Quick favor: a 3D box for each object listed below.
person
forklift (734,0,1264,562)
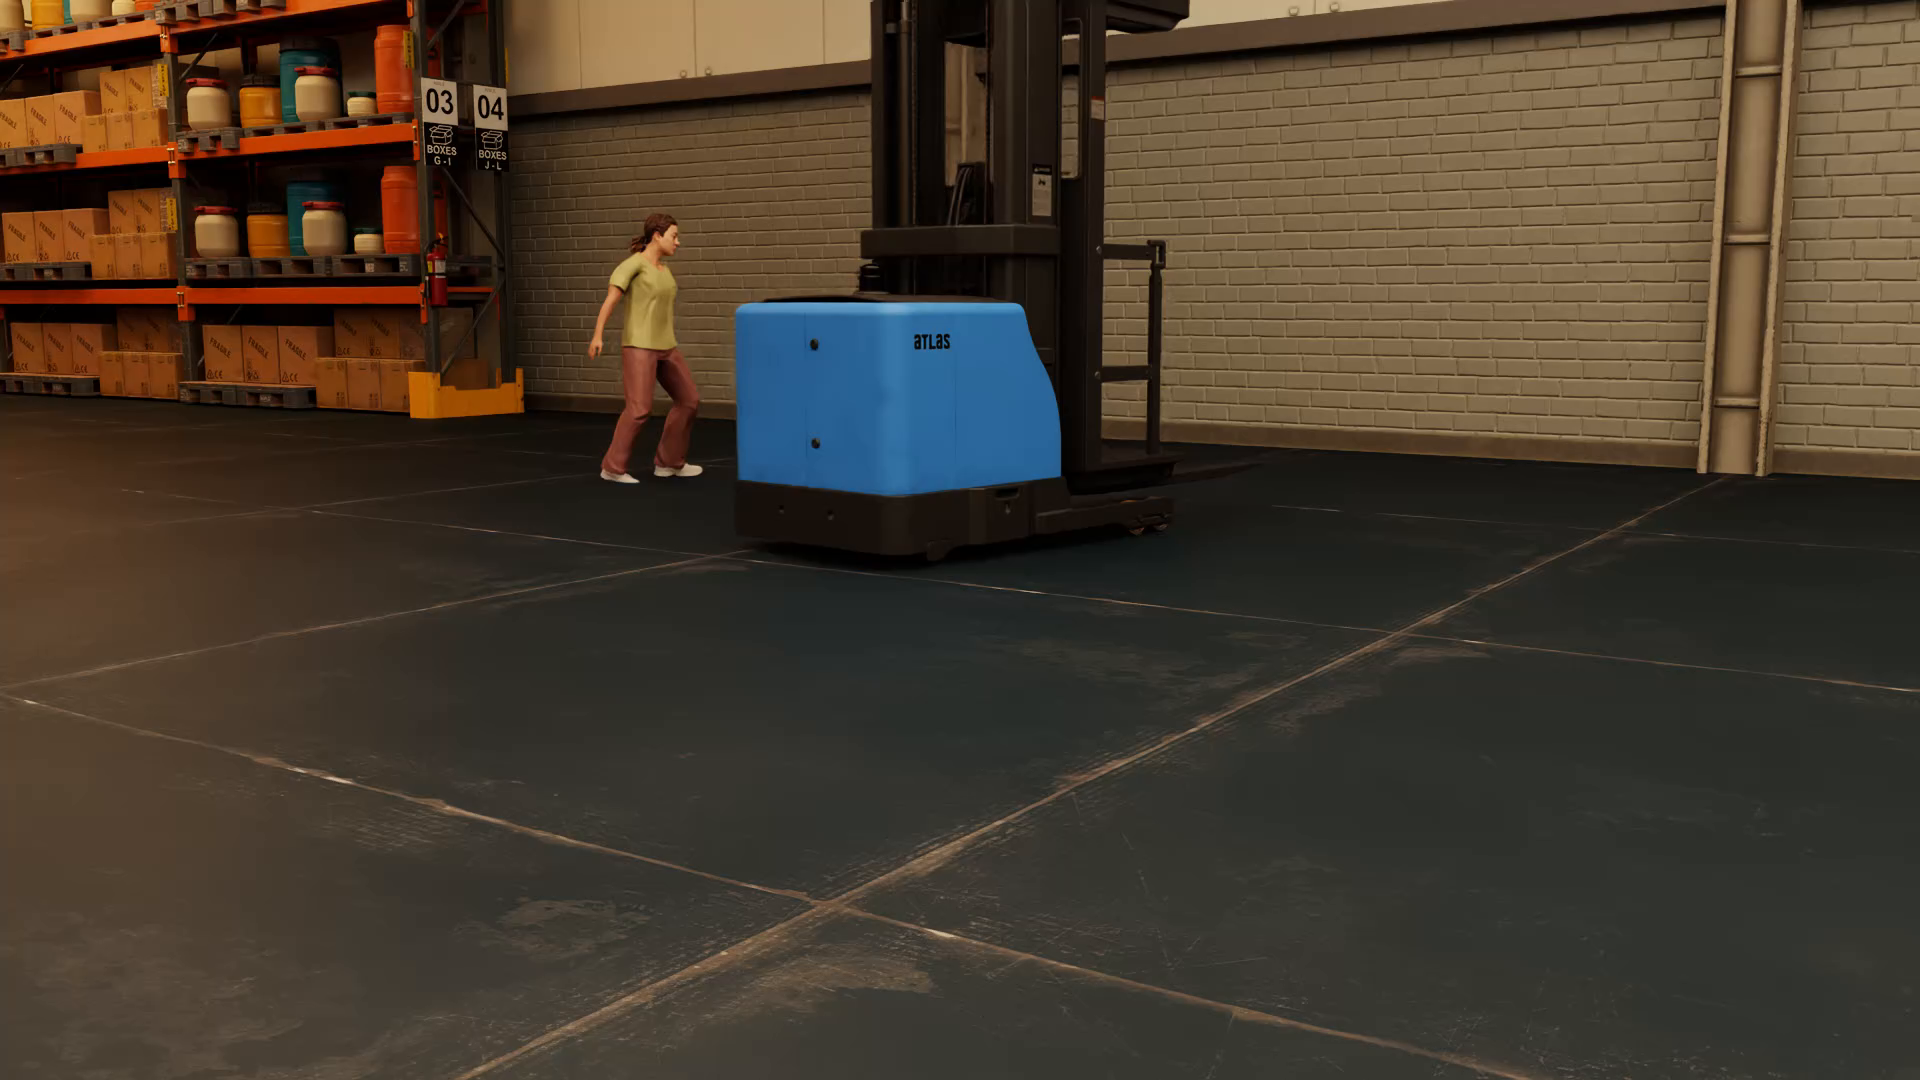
[{"bbox_3d":[-1.931,-1.145,10.095,0.459,1.651,0.815,5,10,32],"label":"person"},{"bbox_3d":[0.371,-1.518,7.871,1.130,2.935,3.031,7,11,42],"label":"forklift"}]
